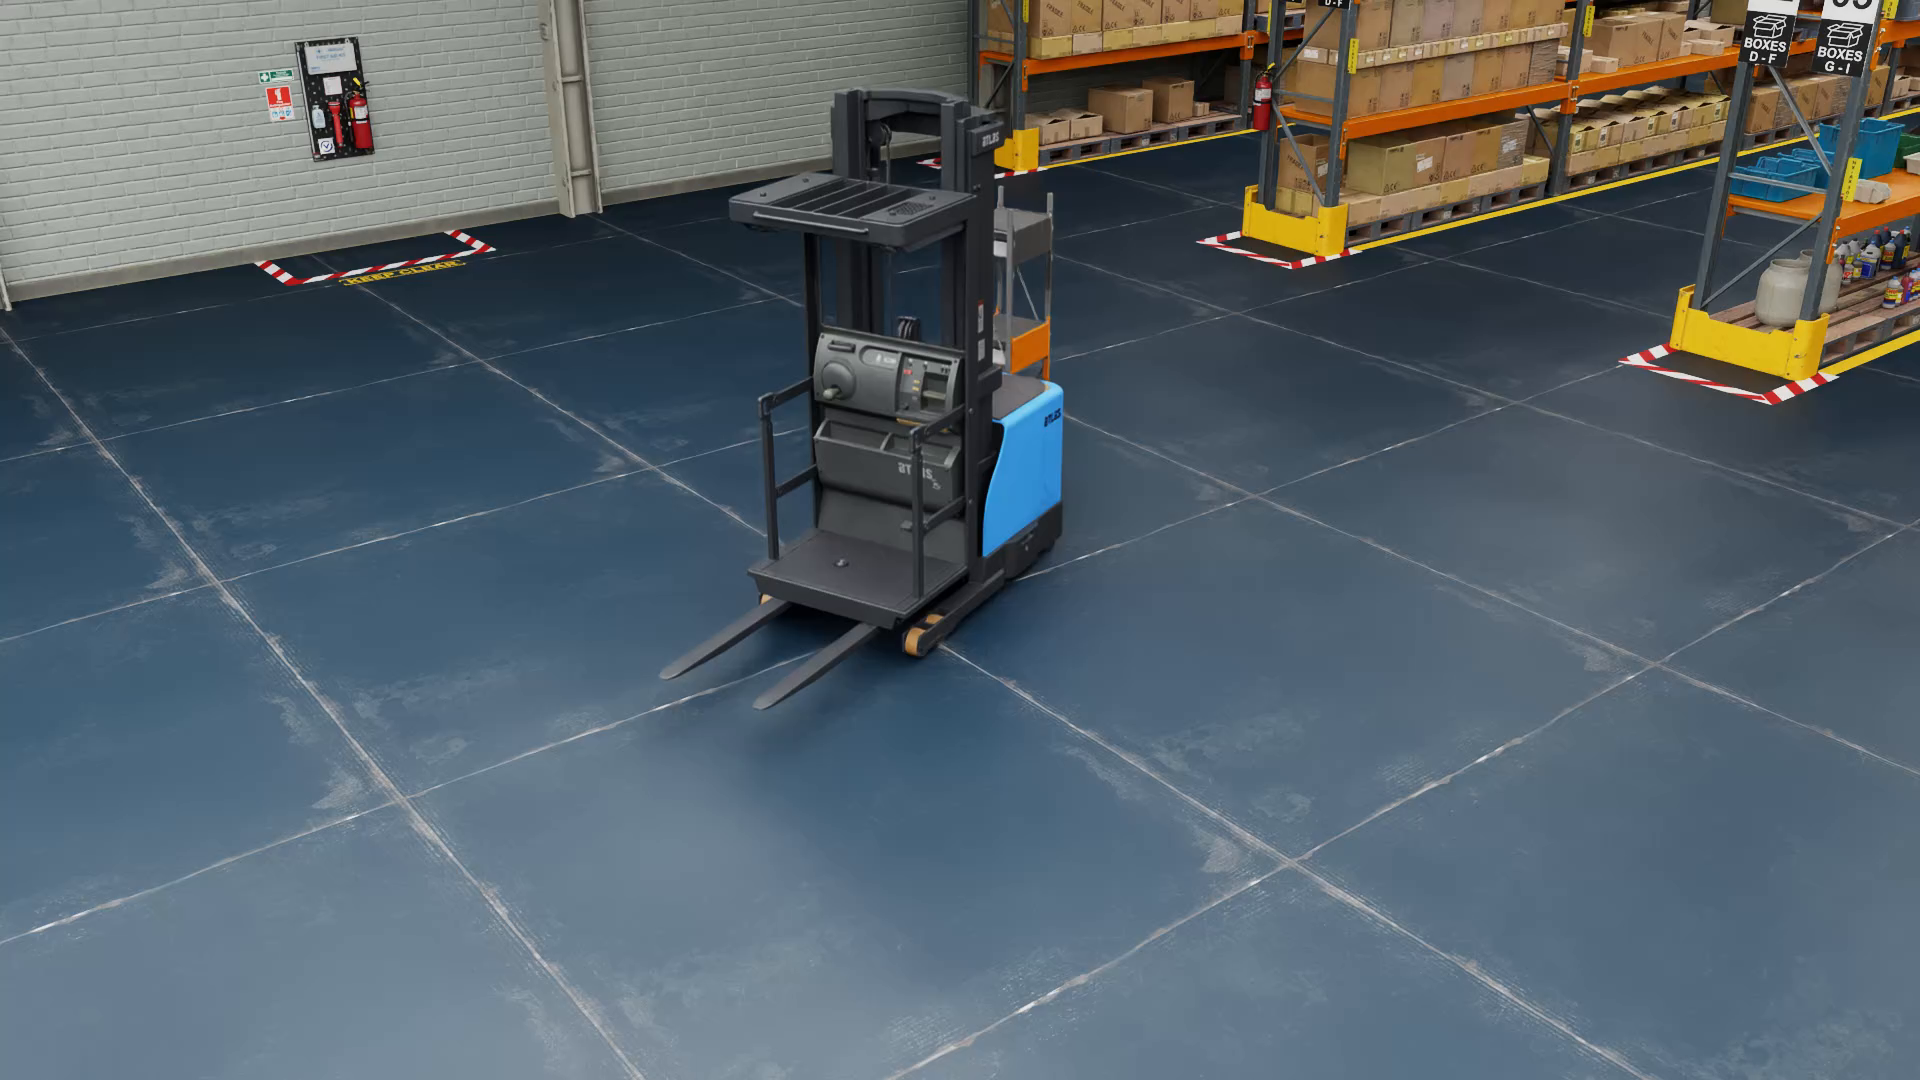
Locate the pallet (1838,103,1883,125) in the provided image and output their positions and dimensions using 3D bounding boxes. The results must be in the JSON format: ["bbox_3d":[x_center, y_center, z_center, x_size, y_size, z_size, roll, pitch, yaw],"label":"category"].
[{"bbox_3d":[12.332,-6.118,23.682,1.213,0.211,1.003,-18,31,-34],"label":"pallet"}]

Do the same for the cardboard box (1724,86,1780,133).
[{"bbox_3d":[10.336,-5.657,21.822,0.500,0.500,0.500,-17,30,-32],"label":"cardboard box"}]

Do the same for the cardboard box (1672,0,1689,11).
[{"bbox_3d":[12.559,-9.328,28.986,0.250,0.149,0.380,-19,31,-35],"label":"cardboard box"}]

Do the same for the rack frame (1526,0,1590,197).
[{"bbox_3d":[6.654,-5.528,19.099,0.127,3.000,1.000,-18,31,-34],"label":"rack frame"}]

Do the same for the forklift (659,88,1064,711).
[{"bbox_3d":[-0.523,-0.891,9.189,1.130,2.935,3.031,14,28,27],"label":"forklift"}]

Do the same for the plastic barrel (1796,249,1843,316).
[{"bbox_3d":[7.425,-2.236,14.461,0.421,0.512,0.421,0,25,0],"label":"plastic barrel"}]

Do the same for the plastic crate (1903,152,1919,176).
[{"bbox_3d":[8.586,-3.261,14.527,0.437,0.136,0.530,-18,31,-34],"label":"plastic crate"}]

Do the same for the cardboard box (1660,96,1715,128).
[{"bbox_3d":[9.136,-5.410,20.946,0.500,0.311,0.500,-19,31,-35],"label":"cardboard box"}]

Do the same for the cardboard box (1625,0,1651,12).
[{"bbox_3d":[11.728,-9.257,28.834,0.250,0.149,0.380,-18,30,-33],"label":"cardboard box"}]

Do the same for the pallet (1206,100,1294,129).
[{"bbox_3d":[4.206,-6.106,23.657,1.213,0.211,1.003,-18,31,-34],"label":"pallet"}]

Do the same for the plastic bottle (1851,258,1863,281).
[{"bbox_3d":[8.296,-2.508,15.393,0.097,0.201,0.097,0,25,0],"label":"plastic bottle"}]

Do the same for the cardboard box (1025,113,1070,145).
[{"bbox_3d":[1.046,-5.259,21.190,0.500,0.311,0.500,-23,33,-40],"label":"cardboard box"}]

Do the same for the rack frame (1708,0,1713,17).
[{"bbox_3d":[13.037,-10.286,29.349,0.127,3.000,1.000,-18,31,-34],"label":"rack frame"}]

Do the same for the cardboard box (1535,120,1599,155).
[{"bbox_3d":[7.133,-4.751,19.525,0.500,0.311,0.500,-18,30,-34],"label":"cardboard box"}]

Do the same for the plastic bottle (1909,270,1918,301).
[{"bbox_3d":[8.448,-2.266,14.788,0.097,0.271,0.097,0,25,0],"label":"plastic bottle"}]

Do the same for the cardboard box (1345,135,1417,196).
[{"bbox_3d":[4.458,-3.969,17.615,0.500,0.500,0.500,-18,31,-34],"label":"cardboard box"}]

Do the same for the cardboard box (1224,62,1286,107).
[{"bbox_3d":[4.163,-6.431,23.490,0.500,0.500,0.700,-17,30,-32],"label":"cardboard box"}]

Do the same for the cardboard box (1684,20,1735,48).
[{"bbox_3d":[9.488,-6.447,21.184,0.500,0.311,0.500,-16,29,-31],"label":"cardboard box"}]

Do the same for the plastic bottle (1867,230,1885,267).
[{"bbox_3d":[8.668,-2.763,15.765,0.185,0.351,0.144,-20,31,-36],"label":"plastic bottle"}]

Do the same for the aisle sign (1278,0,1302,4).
[{"bbox_3d":[3.273,-5.749,16.486,0.004,0.787,0.394,-18,31,-34],"label":"aisle sign"}]

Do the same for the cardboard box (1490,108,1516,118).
[{"bbox_3d":[6.096,-4.795,19.396,0.500,0.500,0.500,-18,31,-34],"label":"cardboard box"}]

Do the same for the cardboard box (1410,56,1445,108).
[{"bbox_3d":[4.686,-4.917,17.662,0.500,0.500,0.700,-18,30,-34],"label":"cardboard box"}]

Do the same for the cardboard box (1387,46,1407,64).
[{"bbox_3d":[4.351,-4.993,17.057,0.250,0.149,0.380,-18,30,-34],"label":"cardboard box"}]

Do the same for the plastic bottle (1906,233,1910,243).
[{"bbox_3d":[9.015,-2.788,15.899,0.133,0.283,0.061,-18,31,-34],"label":"plastic bottle"}]

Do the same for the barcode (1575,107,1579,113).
[{"bbox_3d":[7.112,-4.958,19.176,0.075,0.075,0.001,-18,31,-34],"label":"barcode"}]

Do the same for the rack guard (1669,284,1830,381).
[{"bbox_3d":[6.591,-1.749,13.925,0.348,0.500,1.175,-18,31,-34],"label":"rack guard"}]

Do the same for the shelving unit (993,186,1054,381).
[{"bbox_3d":[0.284,-1.185,10.809,0.431,2.100,0.503,15,29,29],"label":"shelving unit"}]

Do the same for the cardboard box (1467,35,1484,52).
[{"bbox_3d":[5.365,-5.327,17.776,0.250,0.149,0.380,-17,30,-32],"label":"cardboard box"}]

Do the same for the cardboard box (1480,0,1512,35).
[{"bbox_3d":[5.517,-5.783,17.988,0.500,0.500,0.700,-18,31,-34],"label":"cardboard box"}]

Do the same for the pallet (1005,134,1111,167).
[{"bbox_3d":[1.167,-5.084,21.453,1.213,0.211,1.003,-18,31,-34],"label":"pallet"}]

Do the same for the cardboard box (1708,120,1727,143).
[{"bbox_3d":[9.538,-5.293,21.360,0.500,0.250,0.500,-17,30,-33],"label":"cardboard box"}]

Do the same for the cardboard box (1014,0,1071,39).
[{"bbox_3d":[1.008,-6.435,20.316,0.500,0.500,0.500,-18,31,-34],"label":"cardboard box"}]

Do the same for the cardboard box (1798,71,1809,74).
[{"bbox_3d":[11.607,-6.358,23.333,0.500,0.500,0.500,-18,30,-33],"label":"cardboard box"}]

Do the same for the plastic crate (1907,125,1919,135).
[{"bbox_3d":[9.217,-3.765,15.372,0.504,0.338,0.767,-18,31,-34],"label":"plastic crate"}]

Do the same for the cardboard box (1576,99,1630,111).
[{"bbox_3d":[7.993,-5.322,20.755,0.500,0.311,0.500,-19,31,-35],"label":"cardboard box"}]

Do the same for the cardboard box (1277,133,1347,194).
[{"bbox_3d":[3.745,-4.011,17.705,0.500,0.500,0.500,-18,31,-34],"label":"cardboard box"}]

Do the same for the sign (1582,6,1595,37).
[{"bbox_3d":[6.998,-5.774,18.505,0.005,0.325,0.100,-18,31,-34],"label":"sign"}]

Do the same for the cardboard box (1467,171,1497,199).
[{"bbox_3d":[5.640,-4.018,18.611,0.500,0.250,0.500,-18,31,-34],"label":"cardboard box"}]

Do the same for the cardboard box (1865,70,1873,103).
[{"bbox_3d":[12.343,-6.324,23.259,0.500,0.500,0.500,-18,30,-34],"label":"cardboard box"}]

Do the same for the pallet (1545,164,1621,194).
[{"bbox_3d":[7.210,-4.468,20.126,1.213,0.211,1.003,-18,31,-34],"label":"pallet"}]

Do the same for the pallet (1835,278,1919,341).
[{"bbox_3d":[8.192,-2.142,15.116,1.213,0.211,1.003,-18,31,-34],"label":"pallet"}]

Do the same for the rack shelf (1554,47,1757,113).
[{"bbox_3d":[8.228,-5.722,20.370,4.000,0.370,1.077,-18,31,-34],"label":"rack shelf"}]

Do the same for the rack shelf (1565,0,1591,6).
[{"bbox_3d":[8.316,-8.401,26.143,4.000,0.370,1.077,-18,31,-34],"label":"rack shelf"}]

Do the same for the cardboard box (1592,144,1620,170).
[{"bbox_3d":[7.527,-4.627,19.924,0.500,0.250,0.500,-17,30,-33],"label":"cardboard box"}]

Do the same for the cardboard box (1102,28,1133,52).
[{"bbox_3d":[1.831,-6.362,21.050,0.500,0.250,0.500,-19,31,-35],"label":"cardboard box"}]

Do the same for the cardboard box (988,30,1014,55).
[{"bbox_3d":[0.695,-6.256,20.821,0.500,0.250,0.500,-18,30,-33],"label":"cardboard box"}]

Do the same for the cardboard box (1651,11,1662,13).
[{"bbox_3d":[11.759,-8.867,28.762,0.500,0.500,0.700,-19,31,-36],"label":"cardboard box"}]

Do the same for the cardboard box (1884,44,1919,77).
[{"bbox_3d":[14.424,-7.164,25.065,0.637,0.503,0.797,-18,31,-34],"label":"cardboard box"}]

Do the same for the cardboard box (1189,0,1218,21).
[{"bbox_3d":[3.024,-7.093,21.734,0.500,0.500,0.500,-18,31,-34],"label":"cardboard box"}]

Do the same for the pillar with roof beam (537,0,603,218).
[{"bbox_3d":[-1.601,-6.334,13.709,0.400,9.000,9.100,-18,31,-34],"label":"pillar with roof beam"}]

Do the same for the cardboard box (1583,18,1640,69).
[{"bbox_3d":[7.683,-5.905,19.791,0.500,0.500,0.500,-16,29,-30],"label":"cardboard box"}]

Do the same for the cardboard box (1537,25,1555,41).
[{"bbox_3d":[6.376,-5.663,18.499,0.250,0.149,0.380,-19,31,-35],"label":"cardboard box"}]
